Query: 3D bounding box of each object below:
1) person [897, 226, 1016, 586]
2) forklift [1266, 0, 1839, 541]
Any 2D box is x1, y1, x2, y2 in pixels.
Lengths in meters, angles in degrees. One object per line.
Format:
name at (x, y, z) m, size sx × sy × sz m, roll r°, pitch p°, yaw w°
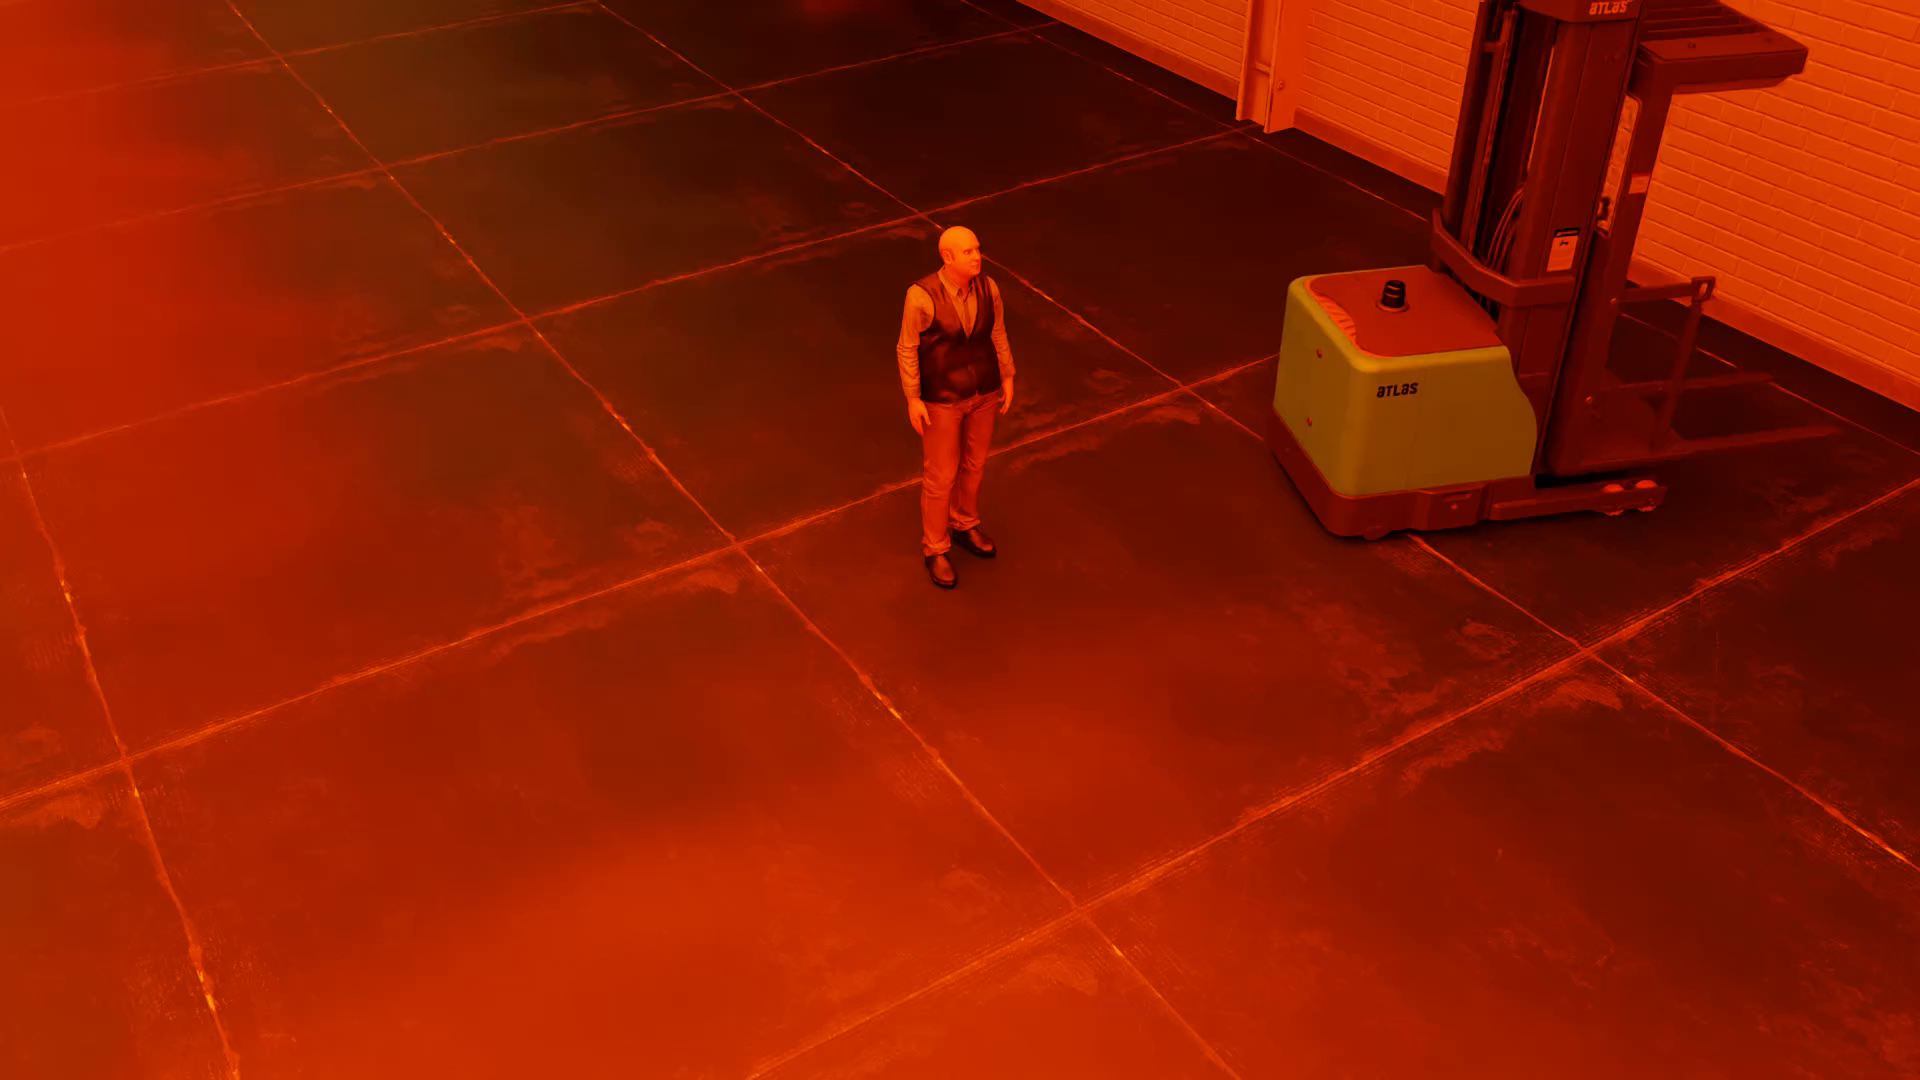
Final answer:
person at (0.027, -0.678, 8.152) m, size 0.632 × 1.720 × 0.568 m, roll -21°, pitch 40°, yaw -27°
forklift at (3.294, -1.621, 8.455) m, size 3.031 × 2.935 × 1.130 m, roll -7°, pitch 36°, yaw -10°
